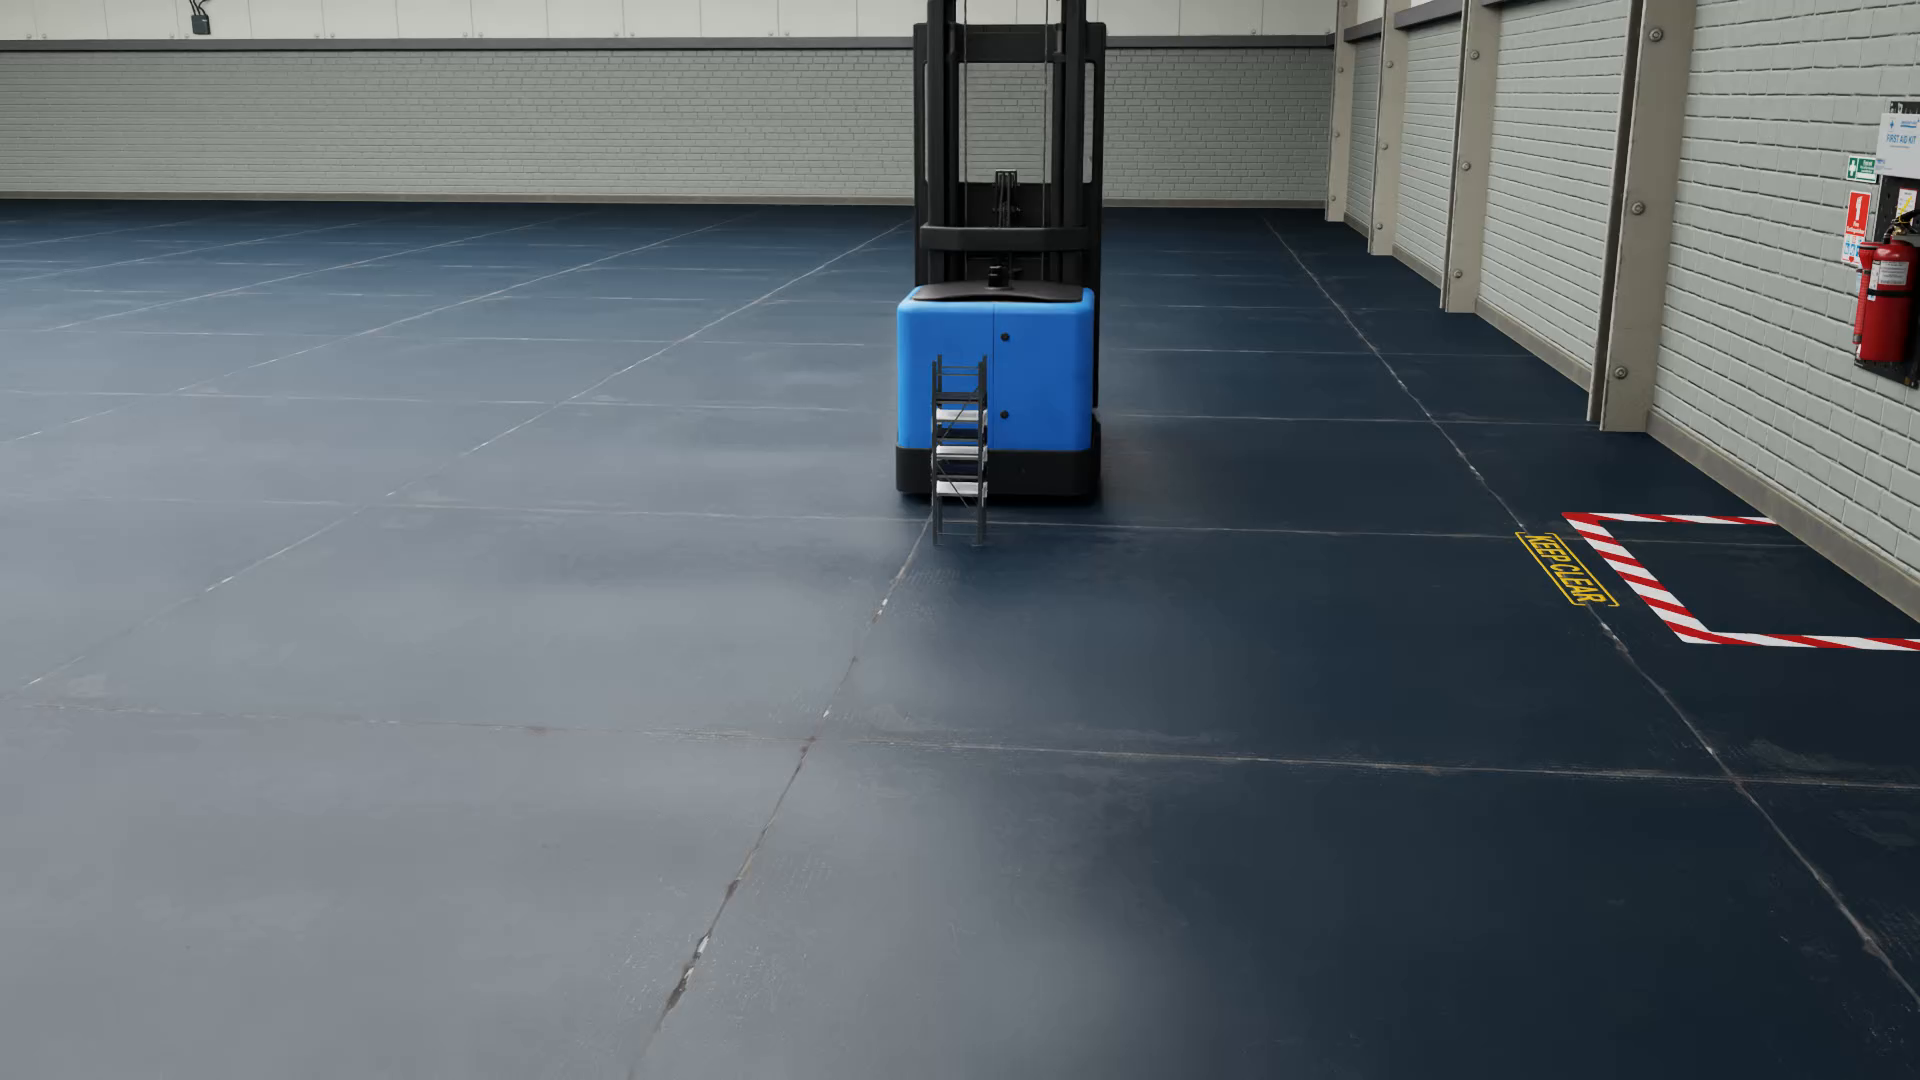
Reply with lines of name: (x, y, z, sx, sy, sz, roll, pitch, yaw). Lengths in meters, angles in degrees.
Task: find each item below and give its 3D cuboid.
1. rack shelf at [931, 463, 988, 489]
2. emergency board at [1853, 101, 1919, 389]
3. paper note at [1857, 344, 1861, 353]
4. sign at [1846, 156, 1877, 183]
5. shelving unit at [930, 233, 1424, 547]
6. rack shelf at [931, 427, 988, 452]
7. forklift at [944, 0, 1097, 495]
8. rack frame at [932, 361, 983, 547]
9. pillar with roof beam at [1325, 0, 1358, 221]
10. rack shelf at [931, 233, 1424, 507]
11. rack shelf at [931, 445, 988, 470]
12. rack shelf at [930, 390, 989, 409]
rack shelf: (-0.001, -0.313, 8.069, 0.258, 0.077, 0.200, 2, 15, 6)
emergency board: (3.973, -1.285, 7.167, 0.194, 1.169, 0.643, 2, 15, 6)
paper note: (4.062, -0.903, 7.444, 0.016, 0.148, 0.142, 2, 15, 6)
sign: (4.129, -1.697, 7.609, 0.001, 0.109, 0.331, 2, 15, 6)
shelving unit: (3.807, -2.718, 16.489, 6.000, 0.900, 18.469, 2, 15, 6)
rack shelf: (-0.001, -0.487, 8.022, 0.258, 0.077, 0.200, 2, 15, 6)
forklift: (0.304, -1.979, 9.865, 1.121, 2.935, 3.031, 1, 15, 5)
rack frame: (-0.012, -0.406, 7.939, 0.240, 0.900, 0.006, 2, 15, 6)
pillar with roof beam: (2.087, -9.892, 27.507, 9.100, 9.000, 0.400, 2, 15, 6)
rack shelf: (3.807, -2.417, 16.573, 6.000, 0.275, 18.464, 2, 15, 6)
rack shelf: (-0.001, -0.400, 8.046, 0.258, 0.077, 0.200, 2, 15, 6)
rack shelf: (-0.001, -0.661, 7.975, 0.258, 0.077, 0.200, 2, 15, 6)
